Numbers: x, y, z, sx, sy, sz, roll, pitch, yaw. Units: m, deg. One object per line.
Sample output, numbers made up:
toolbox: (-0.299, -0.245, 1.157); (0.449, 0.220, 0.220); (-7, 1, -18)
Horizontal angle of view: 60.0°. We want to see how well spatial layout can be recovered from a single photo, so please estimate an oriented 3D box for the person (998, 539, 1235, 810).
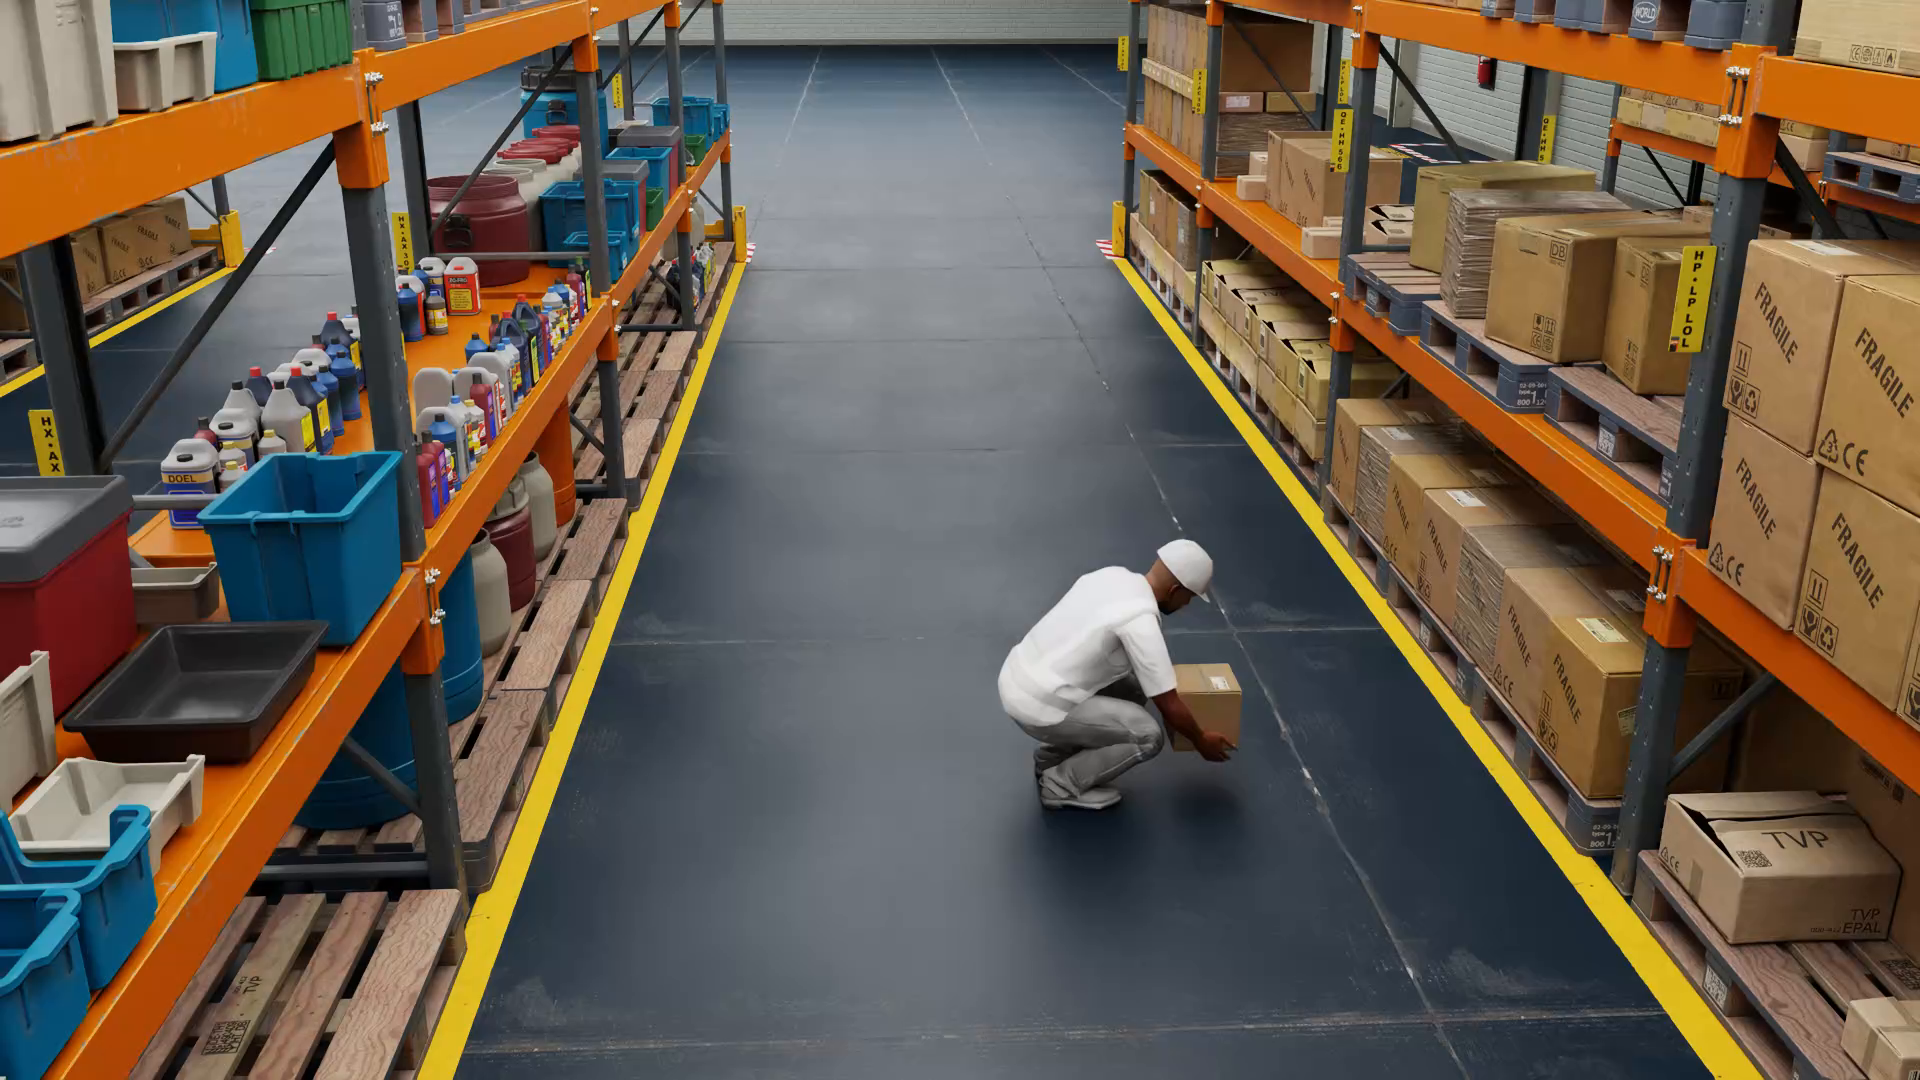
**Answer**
person: (0.596, 0.487, 6.346); (0.880, 0.998, 0.584); (-1, 20, -3)
